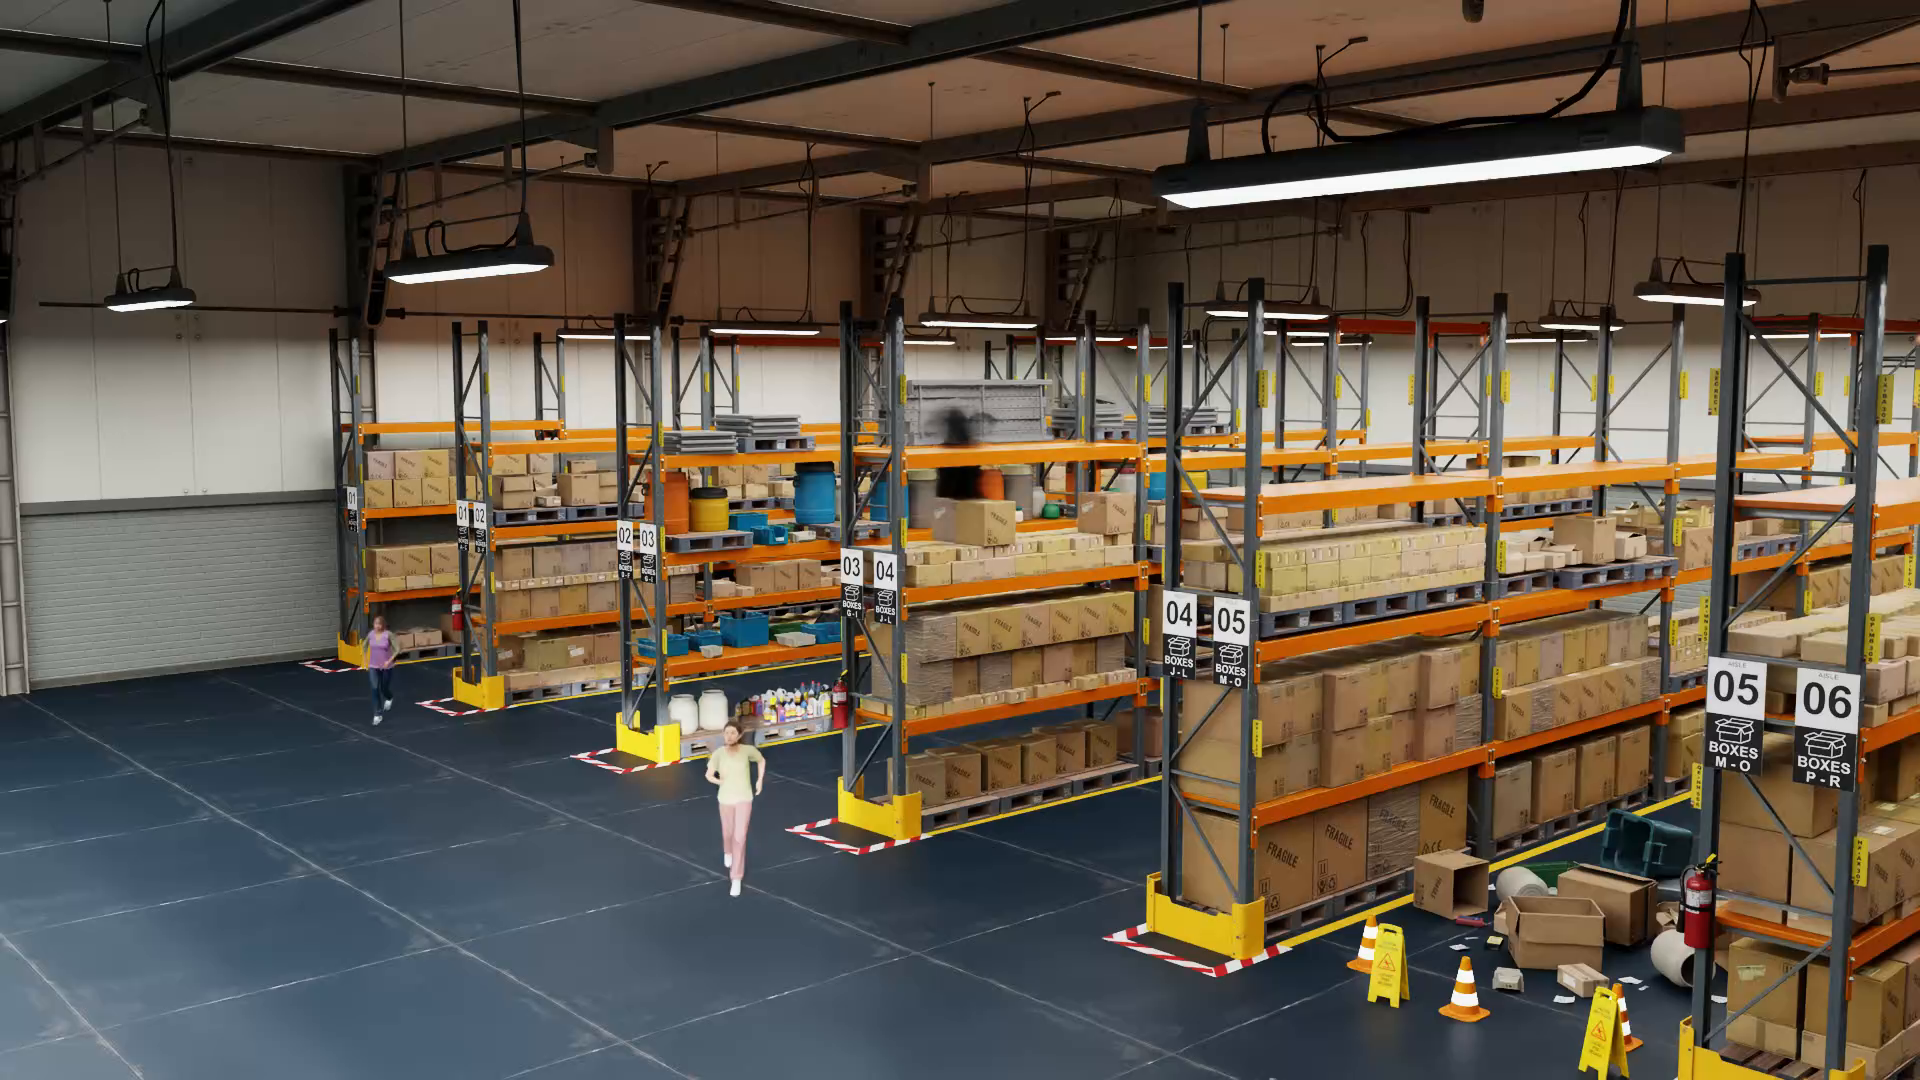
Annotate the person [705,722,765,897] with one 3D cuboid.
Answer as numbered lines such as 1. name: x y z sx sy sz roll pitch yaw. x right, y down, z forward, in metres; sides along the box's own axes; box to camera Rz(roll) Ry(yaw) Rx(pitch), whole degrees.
1. person: -2.282 2.666 16.912 0.583 1.682 0.968 0 6 1

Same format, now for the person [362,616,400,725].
1. person: -8.702 1.926 25.000 0.562 1.602 0.783 -1 6 -9
